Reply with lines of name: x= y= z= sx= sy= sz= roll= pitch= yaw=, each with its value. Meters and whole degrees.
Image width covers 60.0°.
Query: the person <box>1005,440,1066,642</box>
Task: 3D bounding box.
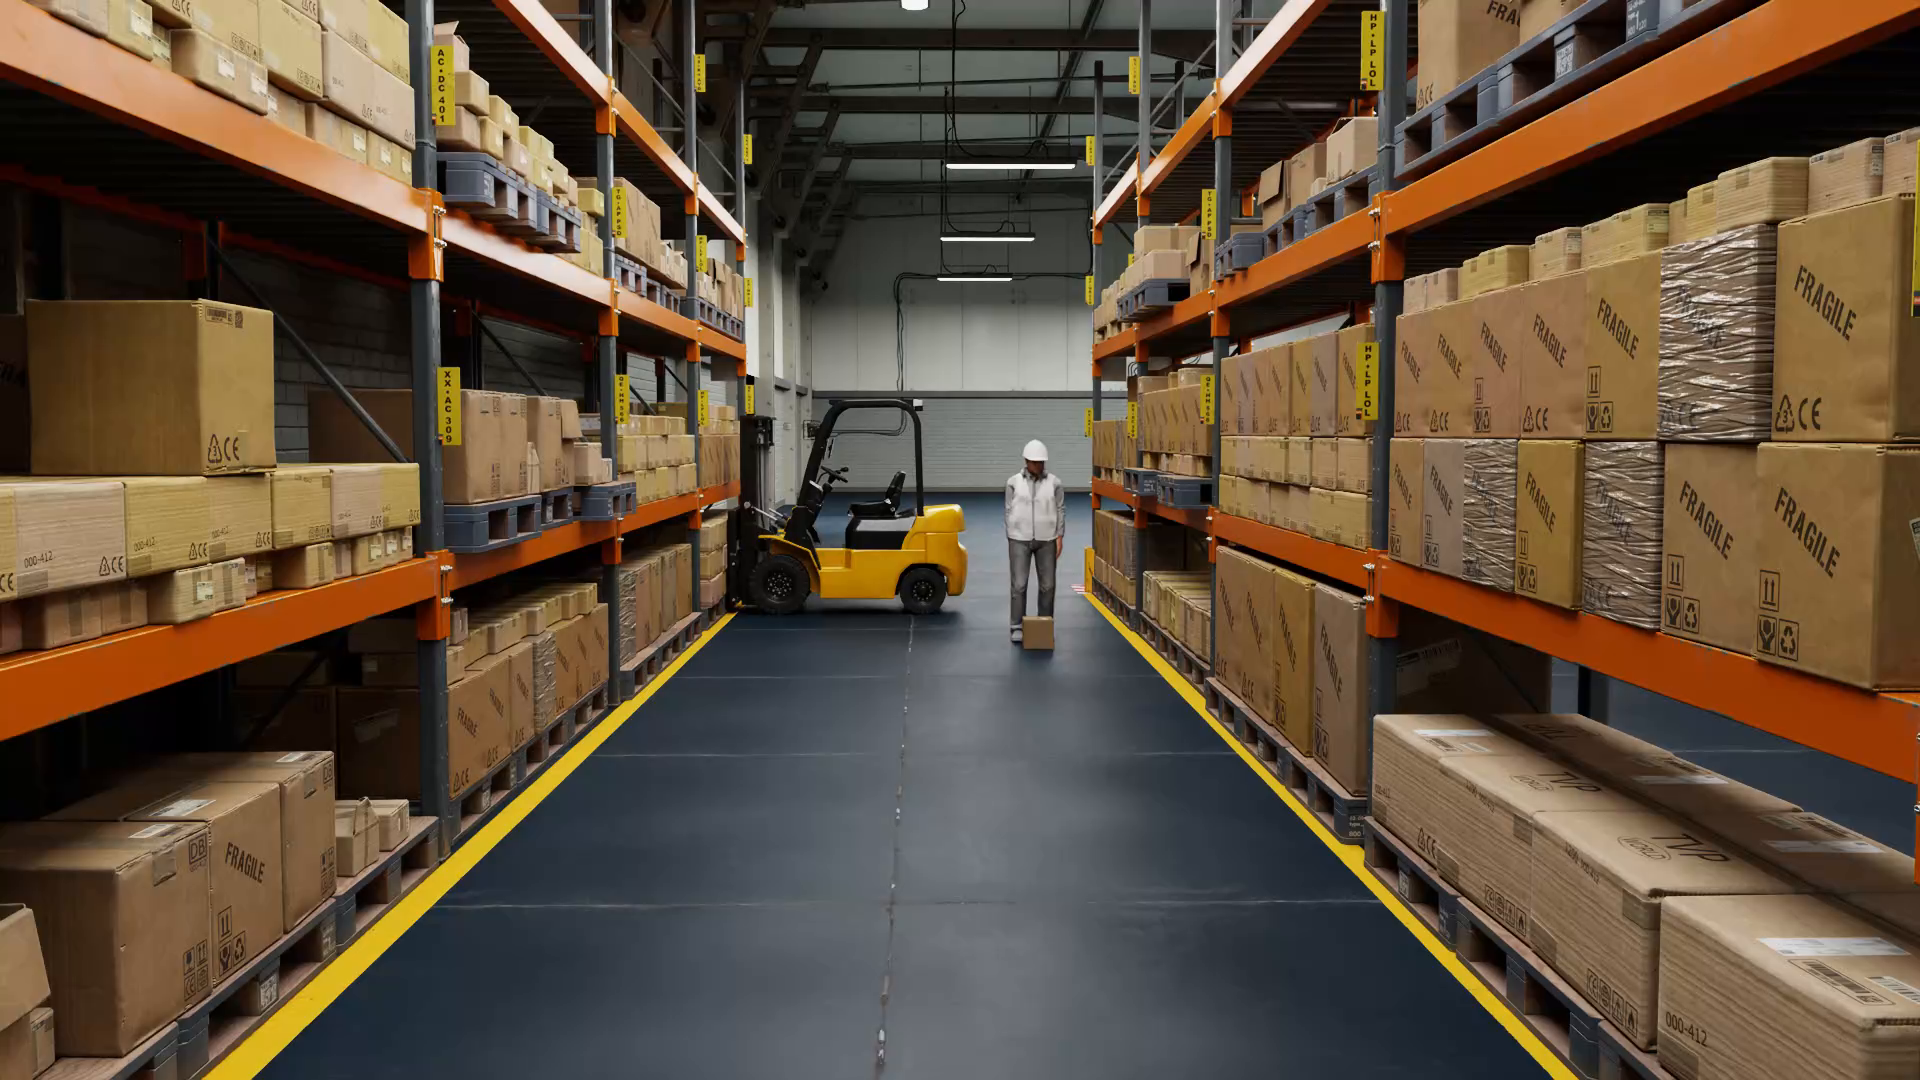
person: x=0.659 y=0.007 z=14.548 sx=0.534 sy=1.768 sz=0.357 roll=0 pitch=4 yaw=-1
